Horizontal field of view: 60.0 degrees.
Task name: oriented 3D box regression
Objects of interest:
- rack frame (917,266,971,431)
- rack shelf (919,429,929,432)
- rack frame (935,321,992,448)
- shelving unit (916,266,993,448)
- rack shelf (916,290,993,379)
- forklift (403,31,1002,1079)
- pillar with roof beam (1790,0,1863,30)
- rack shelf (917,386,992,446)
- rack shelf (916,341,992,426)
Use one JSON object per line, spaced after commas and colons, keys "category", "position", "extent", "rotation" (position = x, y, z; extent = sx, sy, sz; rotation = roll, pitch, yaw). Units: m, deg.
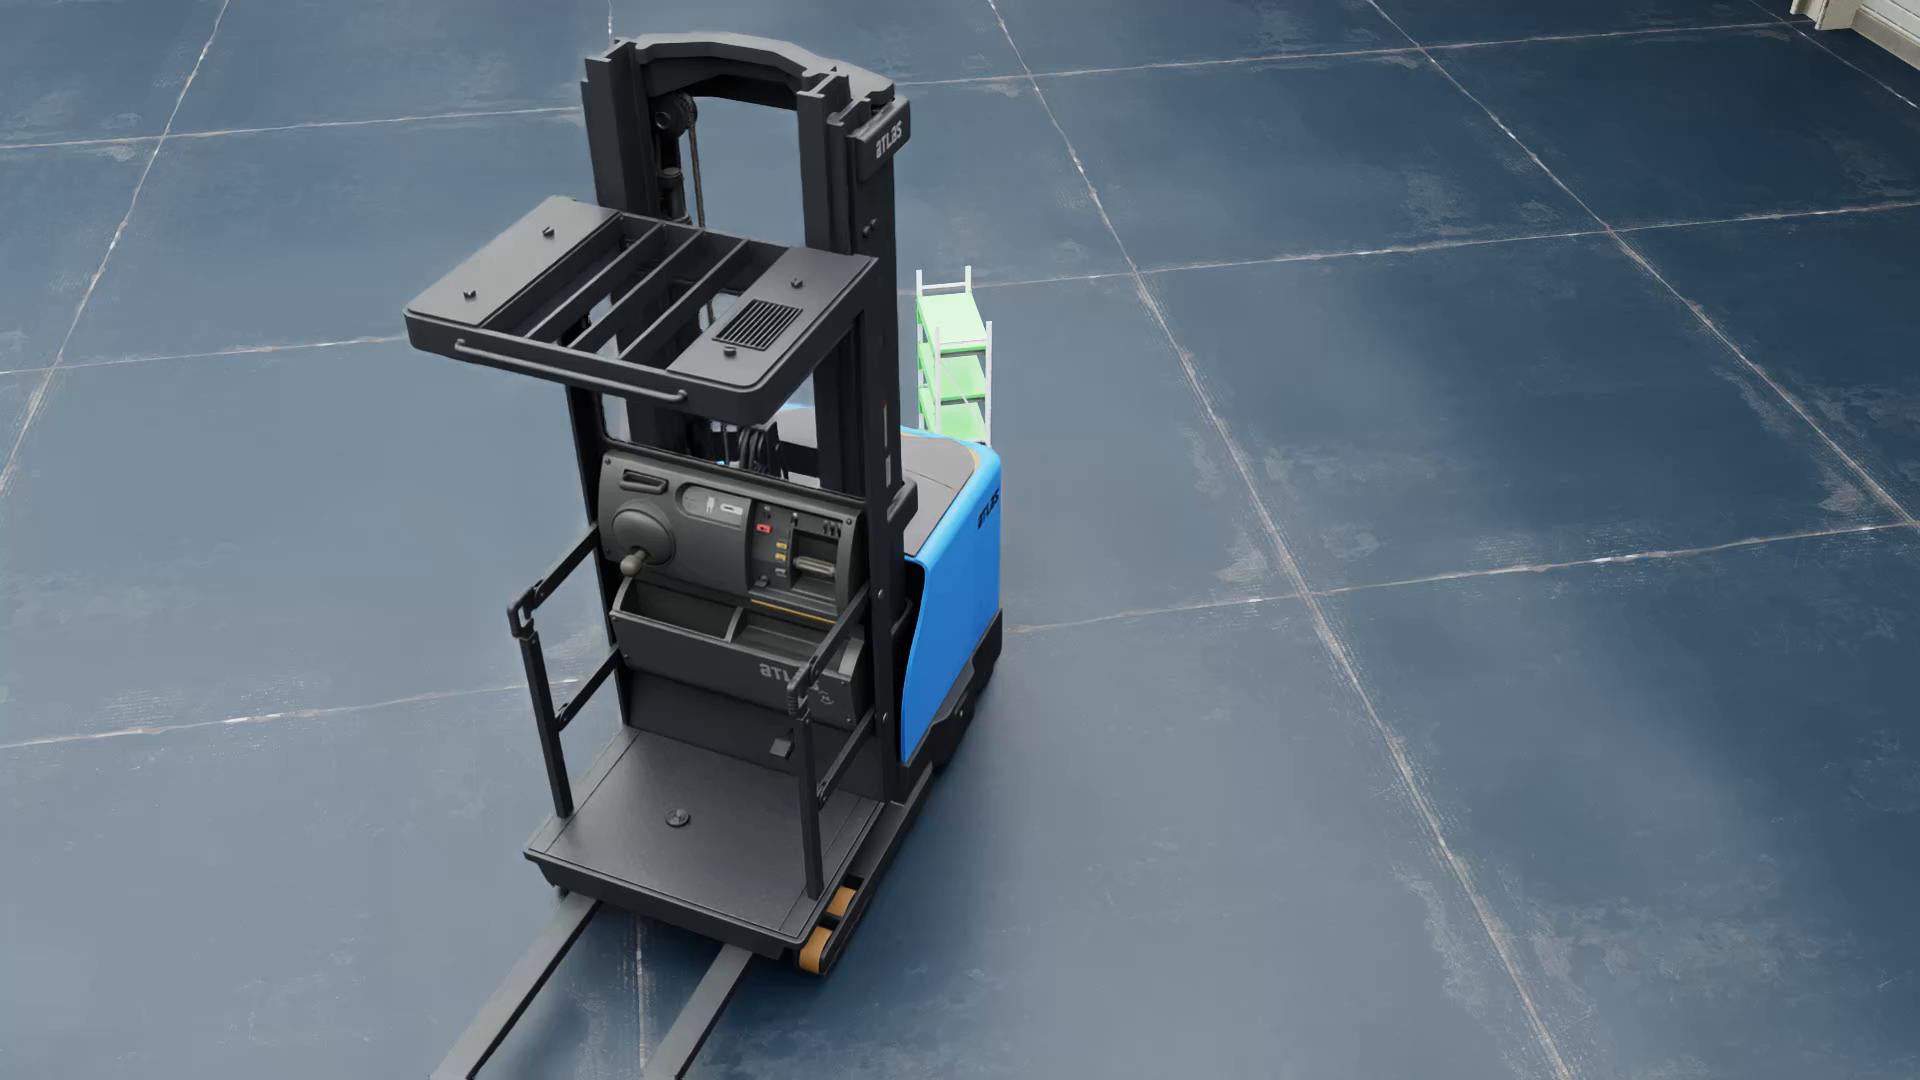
{"category": "rack frame", "position": [-0.072, -0.721, 7.700], "extent": [0.240, 1.200, 0.015], "rotation": [-6, 38, -8]}
{"category": "rack shelf", "position": [-0.029, -0.334, 7.697], "extent": [0.258, 0.148, 0.480], "rotation": [-6, 38, -8]}
{"category": "rack frame", "position": [0.014, -0.426, 7.321], "extent": [0.240, 1.200, 0.015], "rotation": [-6, 38, -8]}
{"category": "shelving unit", "position": [-0.029, -0.574, 7.511], "extent": [0.258, 1.200, 0.503], "rotation": [-6, 38, -8]}
{"category": "rack shelf", "position": [-0.029, -0.902, 7.255], "extent": [0.258, 0.148, 0.480], "rotation": [-6, 38, -8]}
{"category": "forklift", "position": [-0.847, 0.059, 5.285], "extent": [1.130, 2.935, 3.031], "rotation": [14, 40, 17]}
{"category": "pillar with roof beam", "position": [2.487, -7.152, 9.621], "extent": [9.100, 9.000, 0.400], "rotation": [-6, 38, -8]}
{"category": "rack shelf", "position": [-0.029, -0.523, 7.550], "extent": [0.258, 0.148, 0.480], "rotation": [-6, 38, -8]}
{"category": "rack shelf", "position": [-0.029, -0.713, 7.403], "extent": [0.258, 0.148, 0.480], "rotation": [-6, 38, -8]}
